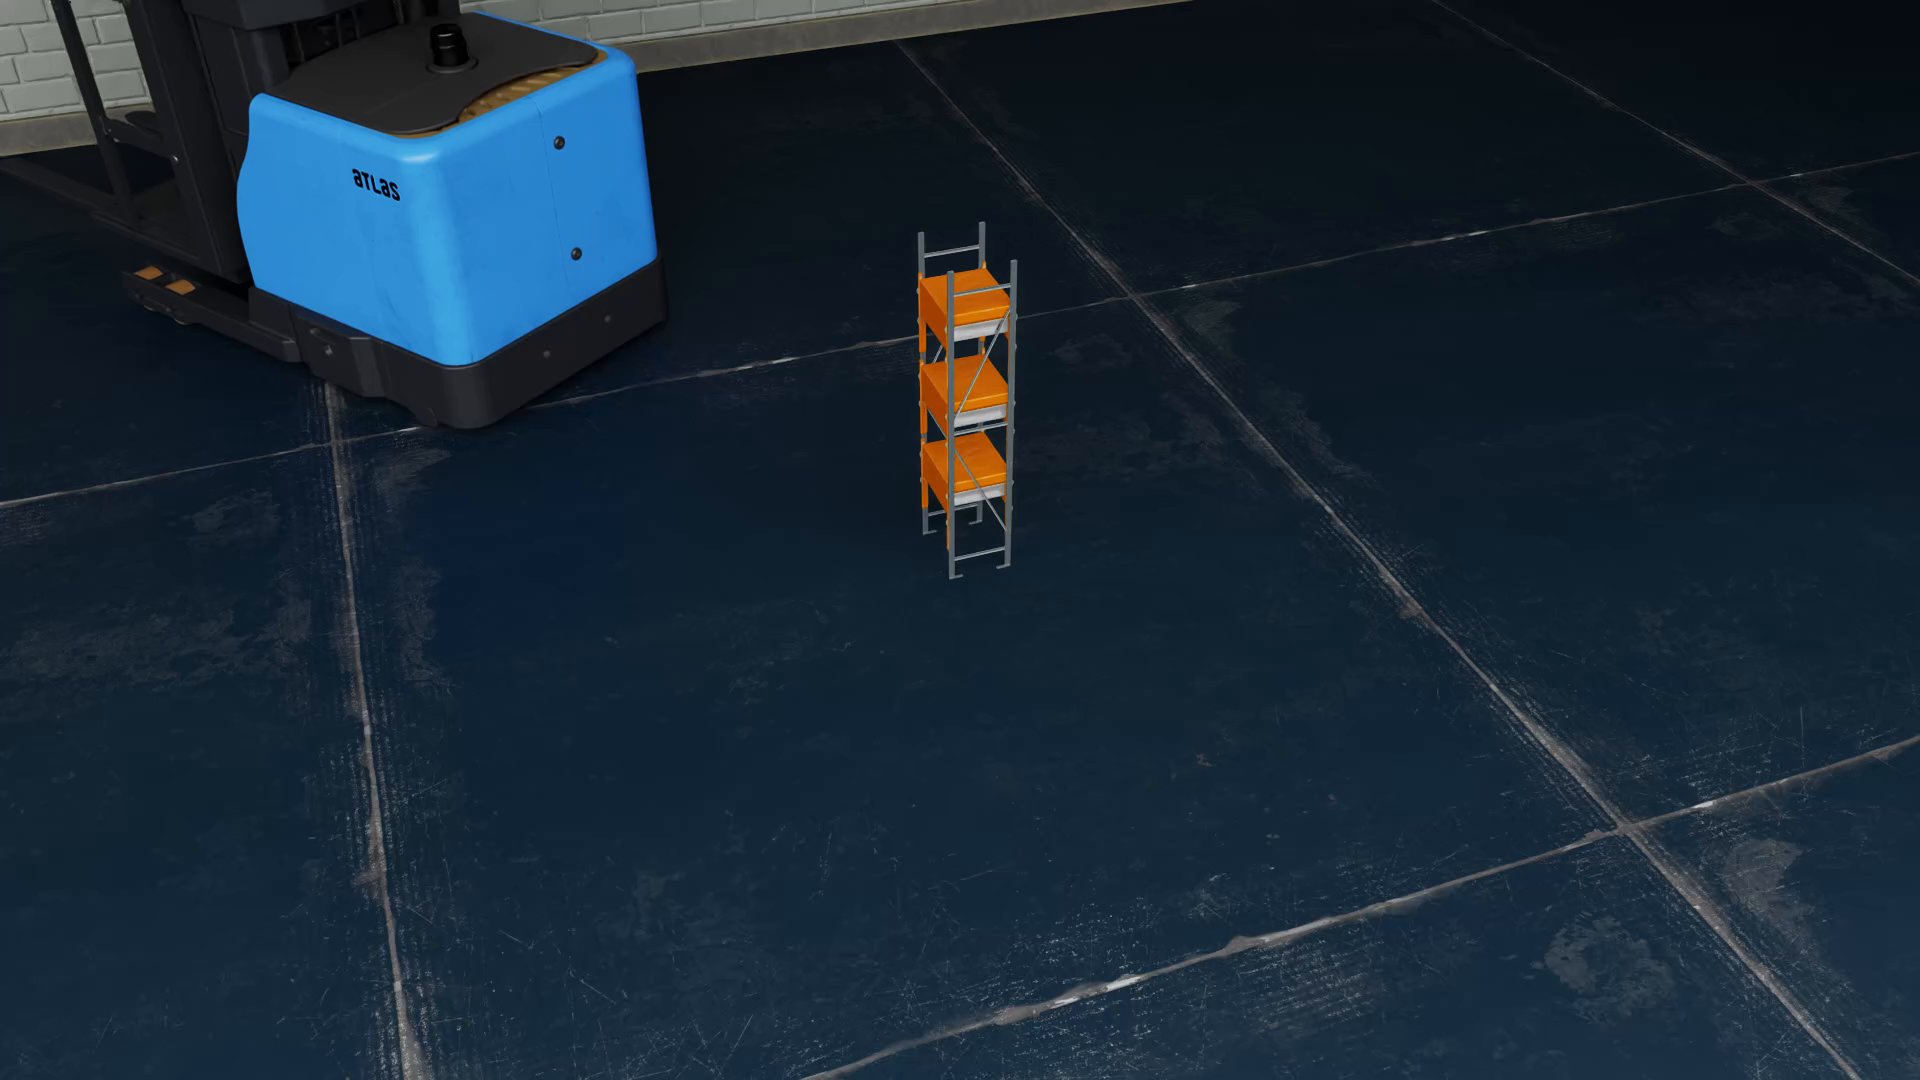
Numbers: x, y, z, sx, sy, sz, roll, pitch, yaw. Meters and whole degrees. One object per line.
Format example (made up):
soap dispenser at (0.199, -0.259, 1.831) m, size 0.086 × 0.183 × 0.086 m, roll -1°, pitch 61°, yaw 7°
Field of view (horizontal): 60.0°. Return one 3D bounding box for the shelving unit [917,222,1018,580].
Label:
shelving unit at (0.018, -0.389, 4.894) m, size 0.215 × 1.050 × 0.252 m, roll -12°, pitch 39°, yaw -16°

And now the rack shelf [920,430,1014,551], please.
rack shelf at (0.018, -0.159, 5.068) m, size 0.215 × 0.259 × 0.240 m, roll -12°, pitch 39°, yaw -16°

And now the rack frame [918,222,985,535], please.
rack frame at (-0.024, -0.458, 4.986) m, size 0.200 × 1.050 × 0.008 m, roll -12°, pitch 39°, yaw -16°

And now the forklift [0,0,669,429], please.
forklift at (-2.606, -2.232, 5.778) m, size 3.031 × 2.935 × 1.130 m, roll 22°, pitch 42°, yaw 26°

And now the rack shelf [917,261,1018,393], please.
rack shelf at (0.018, -0.607, 4.730) m, size 0.215 × 0.259 × 0.240 m, roll -12°, pitch 39°, yaw -16°

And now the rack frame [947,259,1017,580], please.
rack frame at (0.060, -0.320, 4.803) m, size 0.200 × 1.050 × 0.008 m, roll -12°, pitch 39°, yaw -16°

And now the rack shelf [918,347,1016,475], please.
rack shelf at (0.018, -0.381, 4.900) m, size 0.215 × 0.259 × 0.240 m, roll -12°, pitch 39°, yaw -16°
